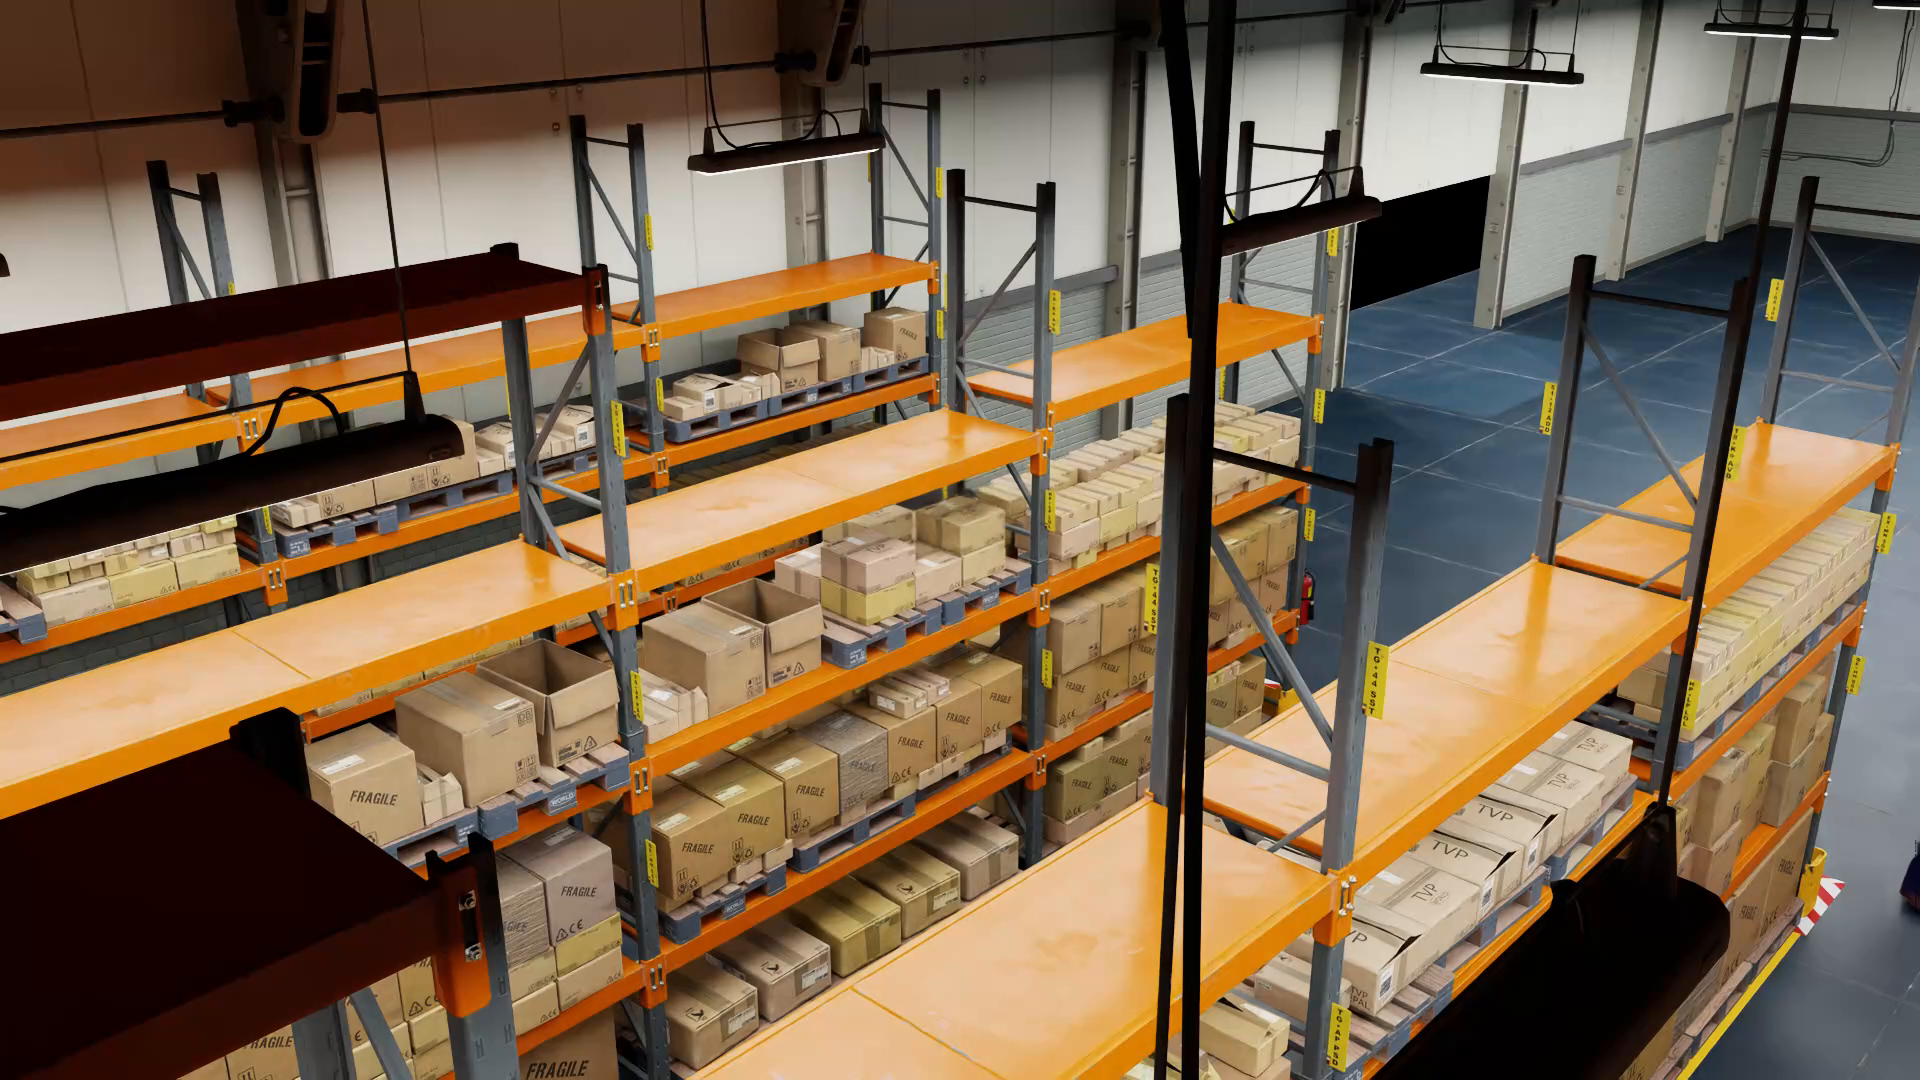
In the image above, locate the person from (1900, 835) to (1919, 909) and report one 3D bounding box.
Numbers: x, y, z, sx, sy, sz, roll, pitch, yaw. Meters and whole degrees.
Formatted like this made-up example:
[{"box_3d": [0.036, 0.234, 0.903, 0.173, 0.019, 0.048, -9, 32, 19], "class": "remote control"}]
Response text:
[{"box_3d": [8.158, 2.421, 13.577, 0.590, 1.628, 0.761, 0, 21, 0], "class": "person"}]
